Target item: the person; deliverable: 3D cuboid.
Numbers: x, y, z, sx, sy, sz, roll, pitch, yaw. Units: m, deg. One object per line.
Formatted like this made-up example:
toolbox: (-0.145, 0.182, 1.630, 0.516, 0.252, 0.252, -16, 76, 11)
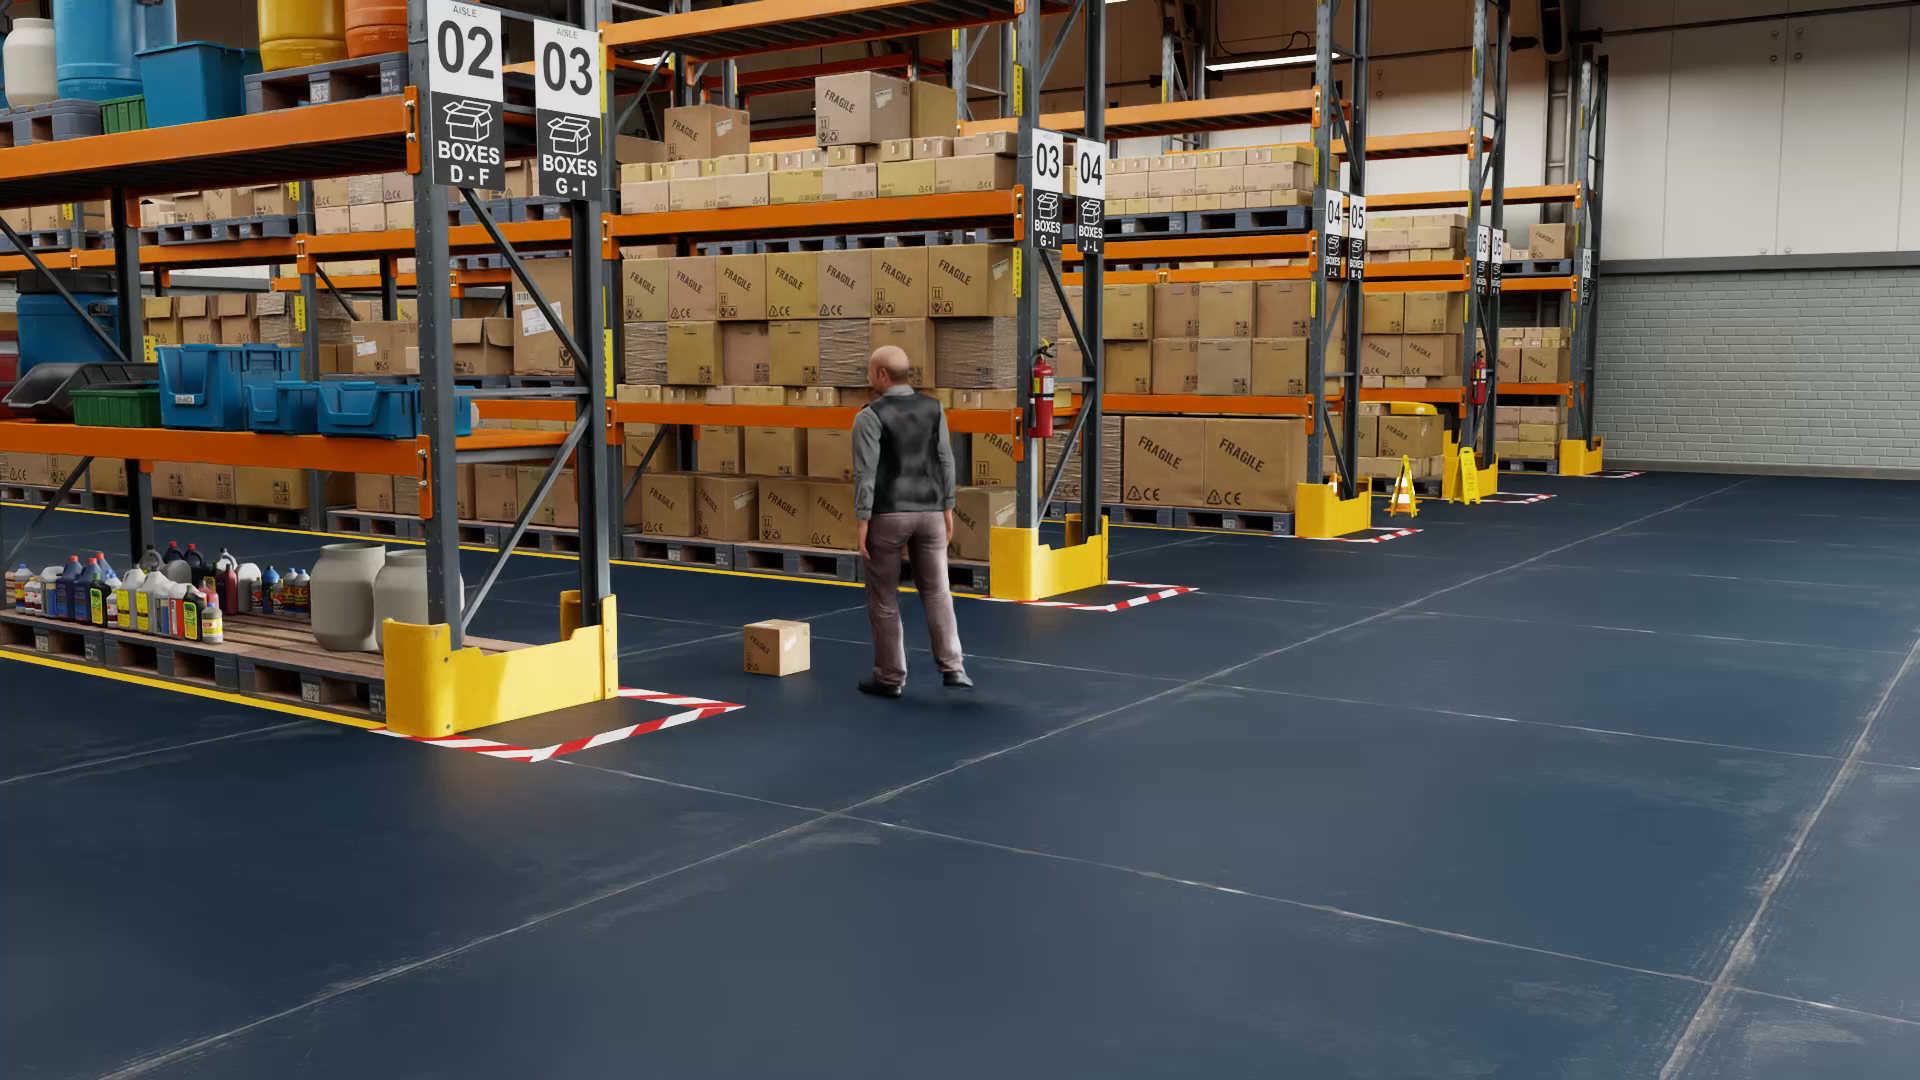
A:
person: (-0.247, -0.080, 8.071, 0.558, 1.719, 0.670, -3, 7, -27)
